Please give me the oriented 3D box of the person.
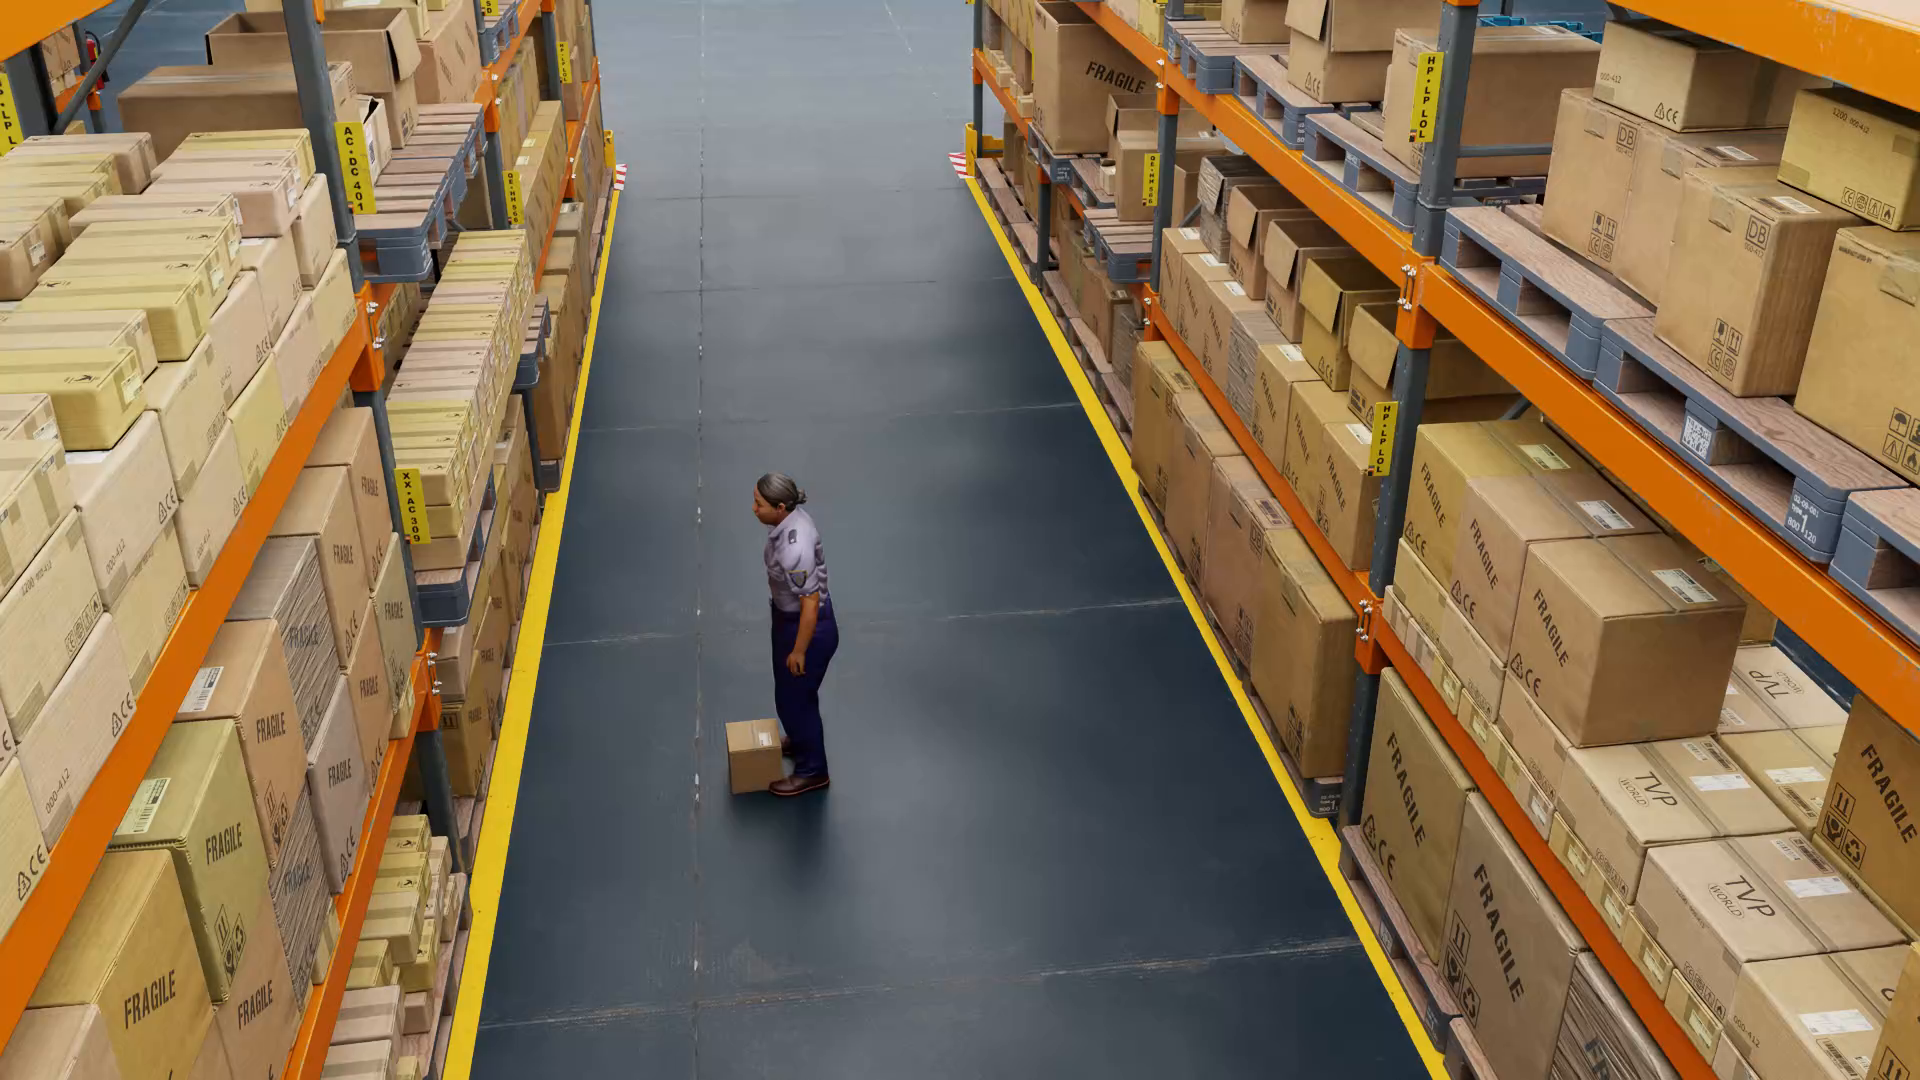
[{"bbox_3d":[-0.770,0.411,7.831,0.374,1.651,0.564,-5,28,-10],"label":"person"}]
